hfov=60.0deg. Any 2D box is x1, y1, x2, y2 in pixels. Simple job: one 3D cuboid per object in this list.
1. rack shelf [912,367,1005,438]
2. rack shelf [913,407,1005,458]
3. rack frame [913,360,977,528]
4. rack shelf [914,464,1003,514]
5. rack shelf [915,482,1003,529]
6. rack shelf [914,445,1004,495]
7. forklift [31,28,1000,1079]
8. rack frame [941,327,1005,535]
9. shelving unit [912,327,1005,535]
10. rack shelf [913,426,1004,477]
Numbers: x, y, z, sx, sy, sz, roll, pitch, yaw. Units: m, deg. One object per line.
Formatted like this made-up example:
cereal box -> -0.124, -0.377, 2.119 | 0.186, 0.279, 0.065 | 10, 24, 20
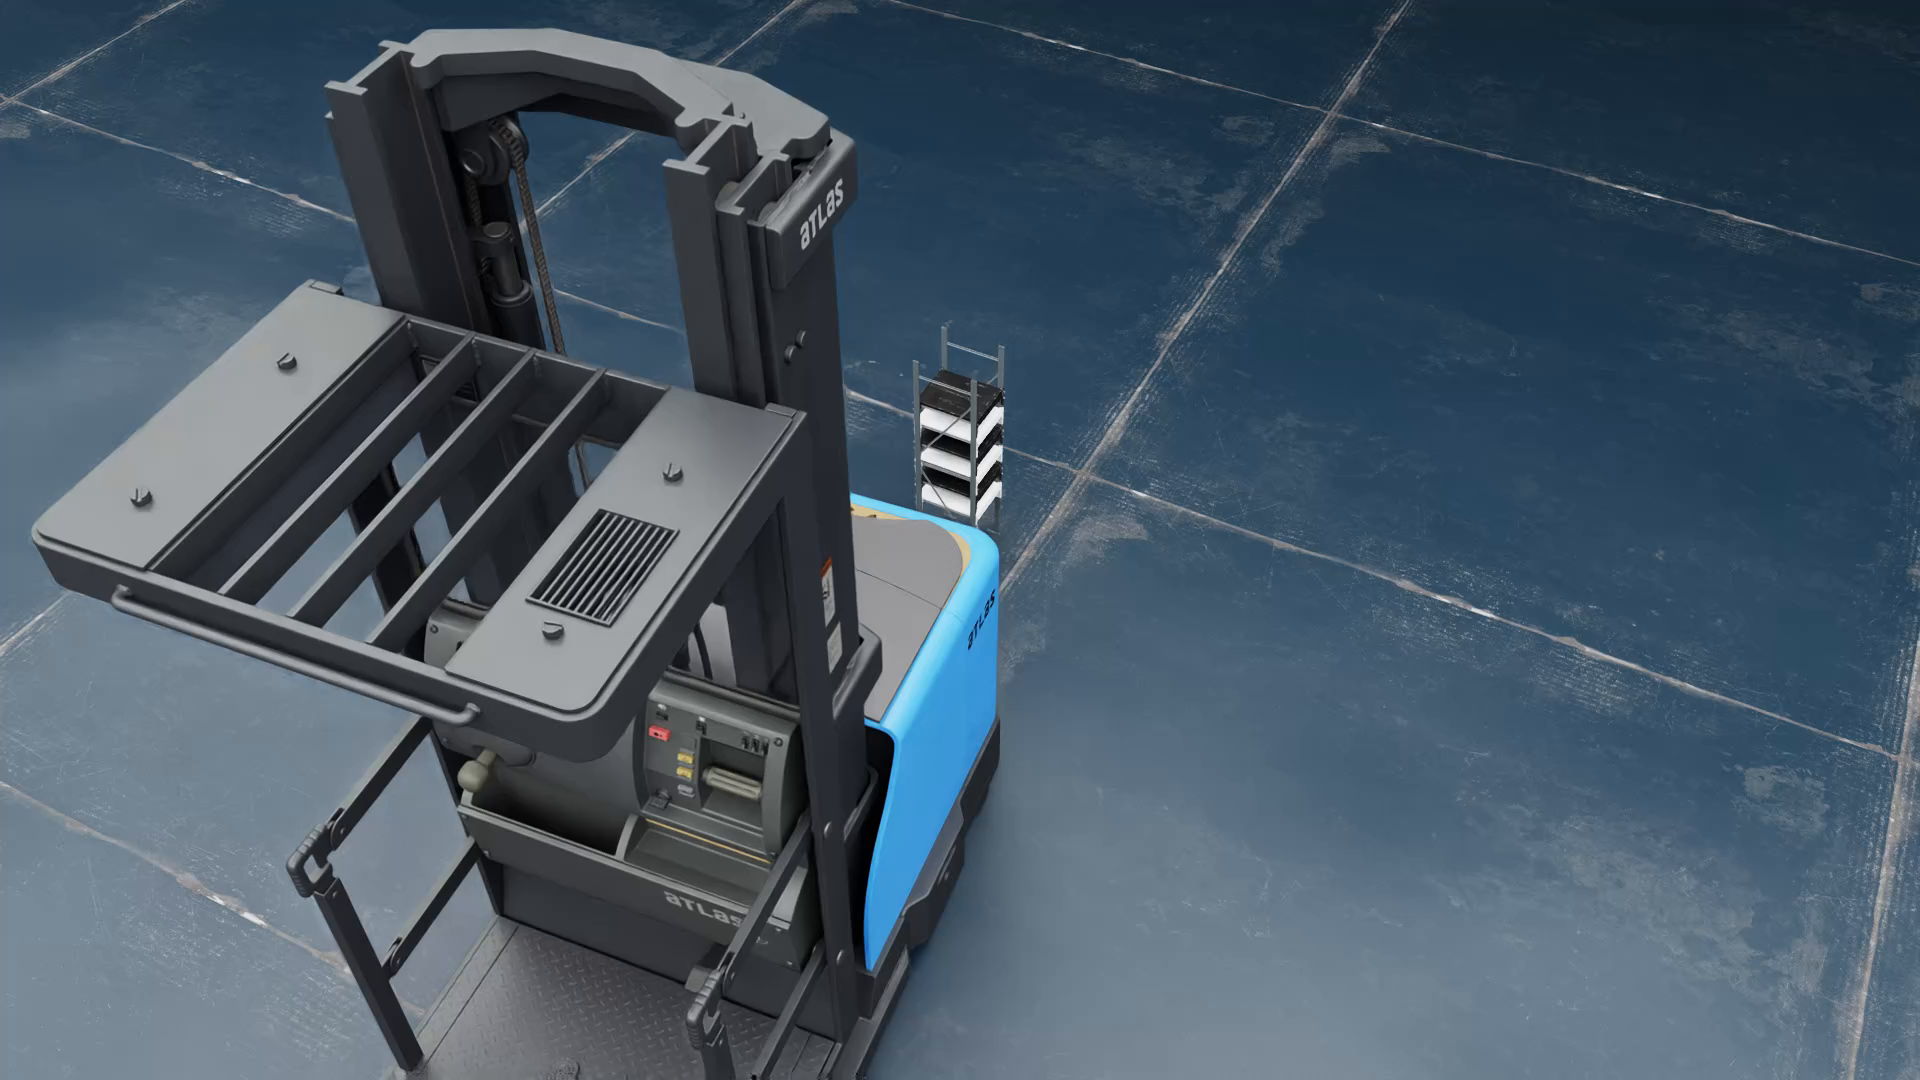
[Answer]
rack shelf -> -0.004, -0.478, 5.757 | 0.258, 0.077, 0.200 | 20, 49, 19
rack shelf -> -0.004, -0.414, 5.821 | 0.258, 0.077, 0.200 | 20, 49, 19
rack frame -> -0.051, -0.247, 5.862 | 0.240, 0.900, 0.006 | 20, 49, 19
rack shelf -> -0.004, -0.225, 6.013 | 0.258, 0.077, 0.200 | 20, 49, 19
rack shelf -> -0.004, -0.161, 6.077 | 0.258, 0.077, 0.200 | 20, 49, 19
rack shelf -> -0.004, -0.288, 5.949 | 0.258, 0.077, 0.200 | 20, 49, 19
forklift -> -0.889, 0.553, 3.643 | 1.130, 2.935, 3.031 | 16, 47, 15
rack frame -> 0.043, -0.375, 5.988 | 0.240, 0.900, 0.006 | 20, 49, 19
shelving unit -> -0.004, -0.311, 5.925 | 0.258, 0.900, 0.210 | 20, 49, 19
rack shelf -> -0.004, -0.351, 5.885 | 0.258, 0.077, 0.200 | 20, 49, 19
